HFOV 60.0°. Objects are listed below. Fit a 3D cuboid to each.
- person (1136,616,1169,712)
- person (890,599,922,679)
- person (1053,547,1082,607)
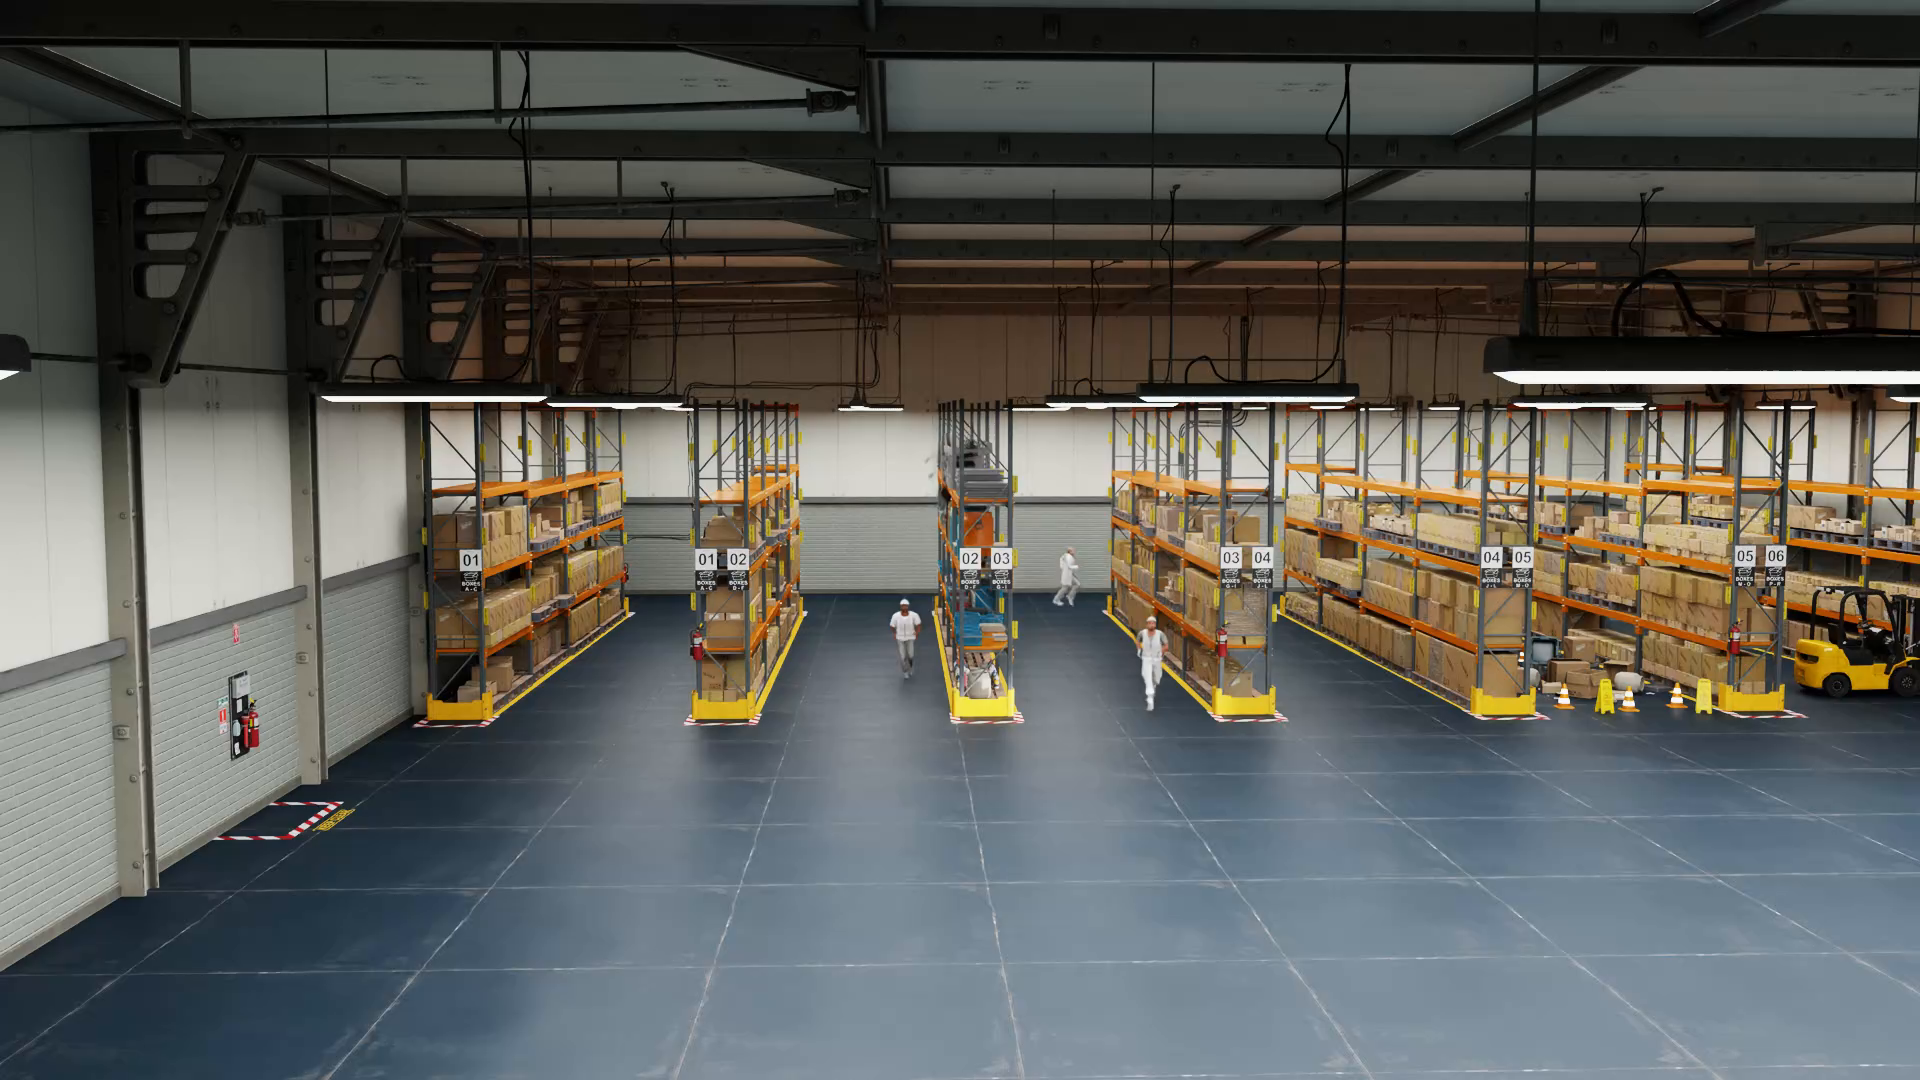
[{"bbox_3d":[3.764,2.375,32.509,0.625,1.782,1.169,0,4,1],"label":"person"},{"bbox_3d":[-1.172,2.139,35.788,0.674,1.719,0.569,0,4,1],"label":"person"},{"bbox_3d":[3.199,1.093,49.387,0.893,1.780,0.751,1,4,8],"label":"person"}]
